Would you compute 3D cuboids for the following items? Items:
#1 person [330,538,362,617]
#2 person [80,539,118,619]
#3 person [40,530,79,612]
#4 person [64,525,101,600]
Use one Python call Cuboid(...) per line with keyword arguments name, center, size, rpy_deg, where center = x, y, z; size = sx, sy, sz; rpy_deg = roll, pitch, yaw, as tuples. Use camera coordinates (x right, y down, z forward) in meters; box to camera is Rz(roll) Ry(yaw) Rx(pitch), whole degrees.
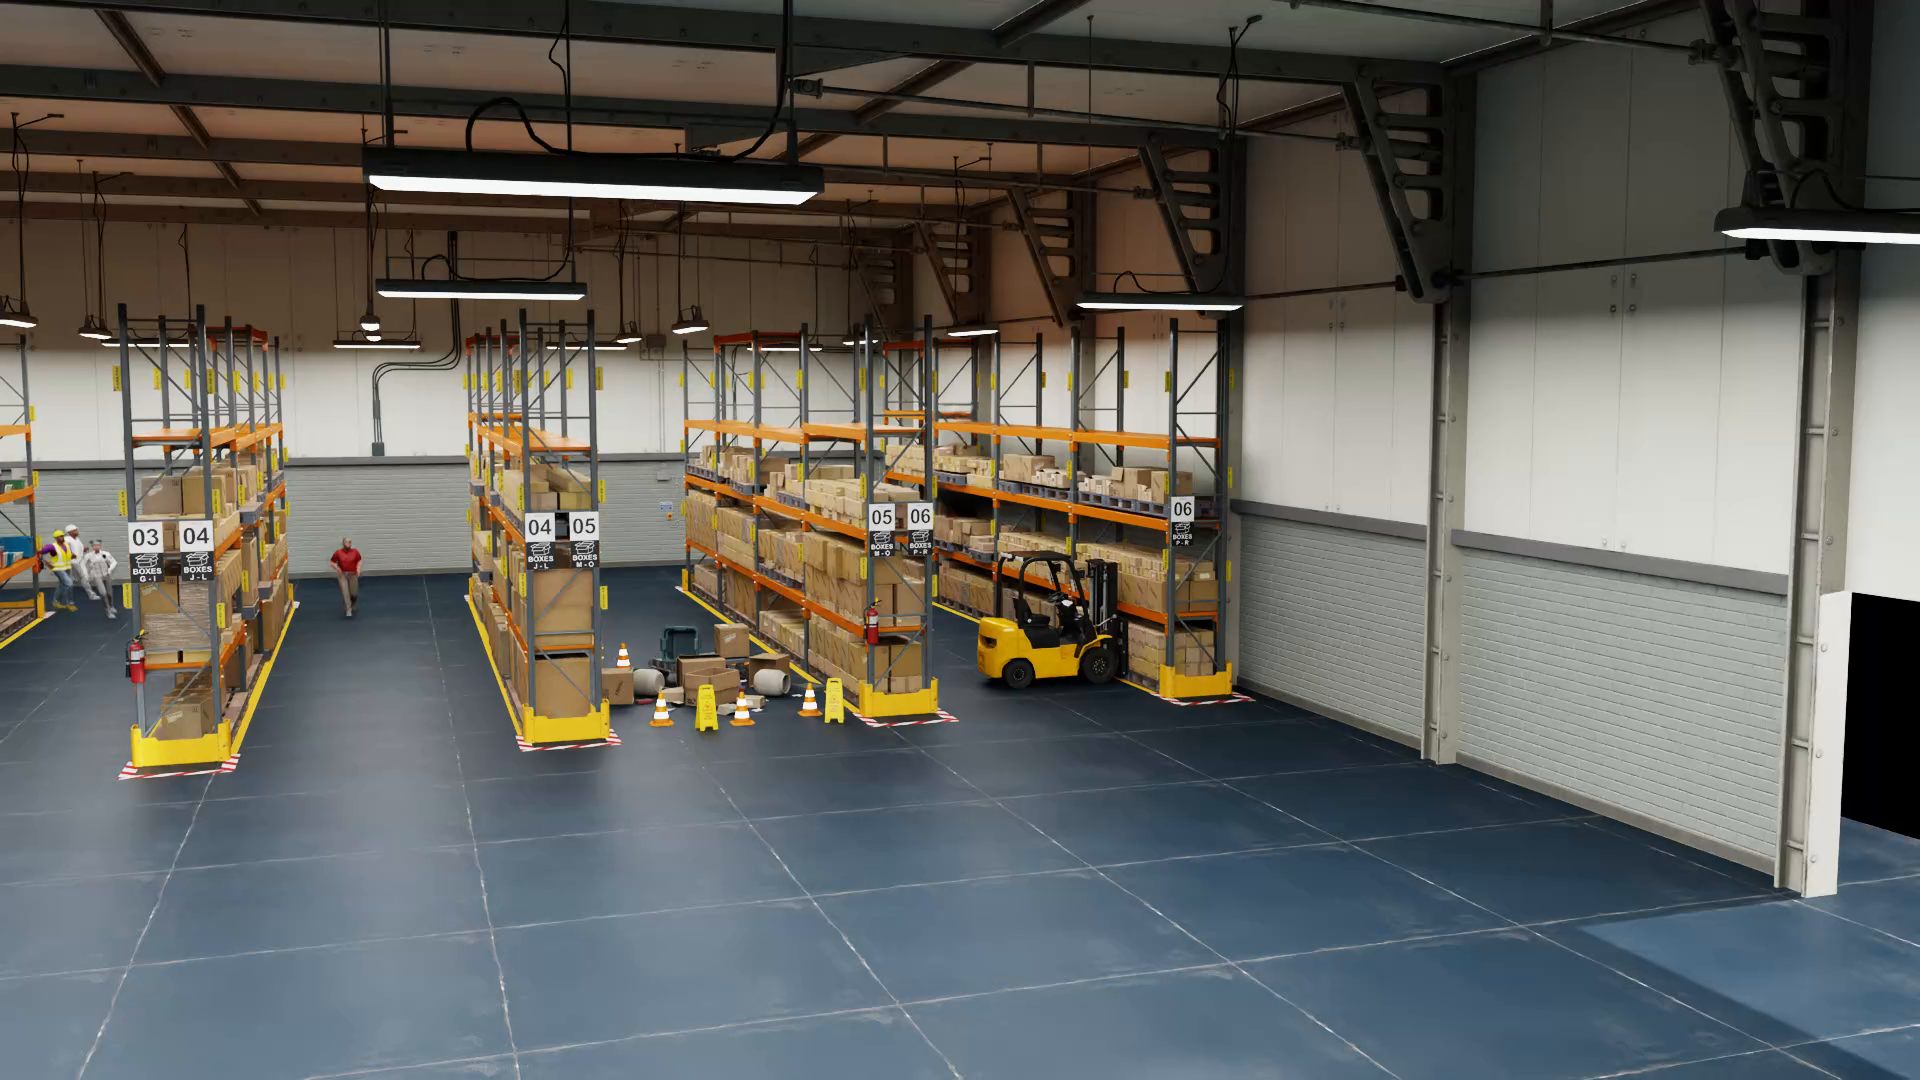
Cuboid(name="person", center=(-13.087, 0.795, 35.503), size=(0.647, 1.697, 0.653), rpy_deg=(-3, 6, -29))
Cuboid(name="person", center=(-18.280, 0.821, 35.381), size=(0.678, 1.711, 0.825), rpy_deg=(-4, 7, -39))
Cuboid(name="person", center=(-19.631, 0.681, 36.304), size=(0.733, 1.794, 0.728), rpy_deg=(1, 6, 11))
Cuboid(name="person", center=(-20.219, 0.505, 38.119), size=(1.050, 1.716, 0.713), rpy_deg=(-1, 5, -7))
